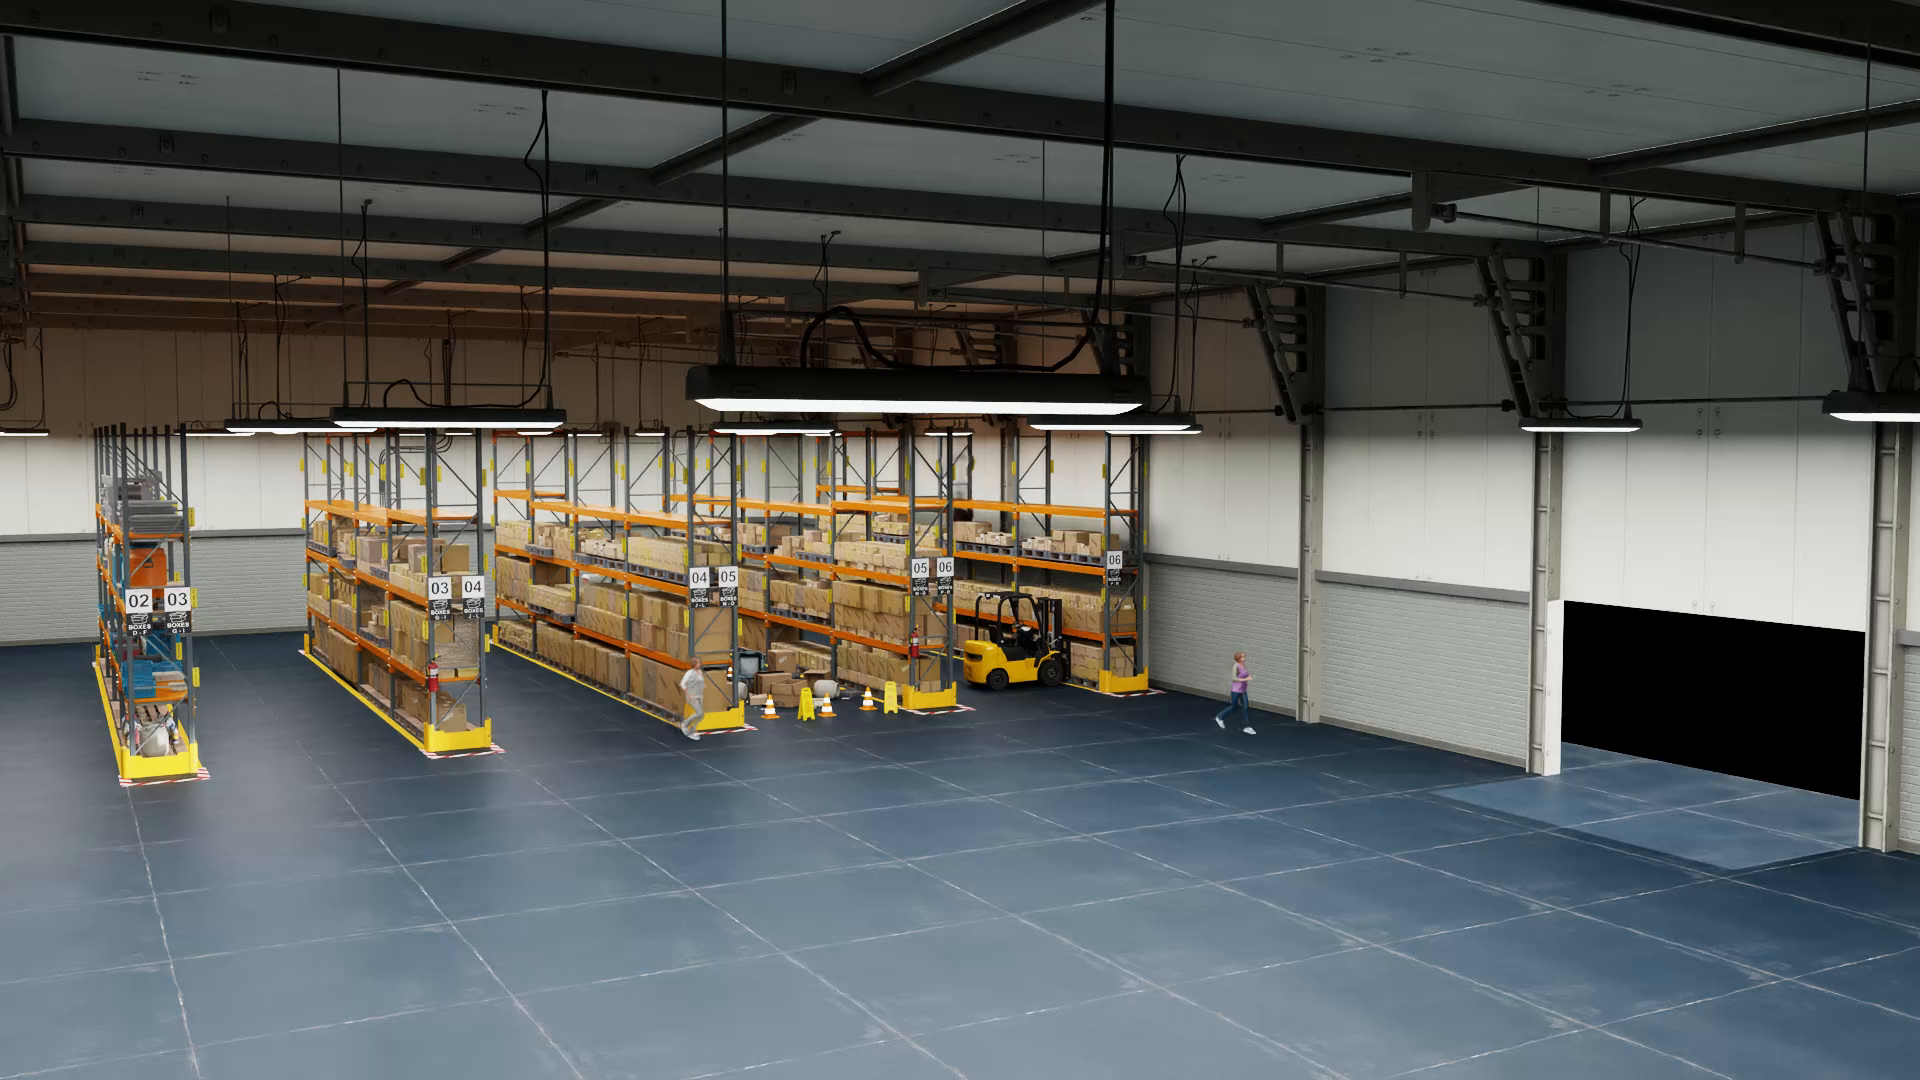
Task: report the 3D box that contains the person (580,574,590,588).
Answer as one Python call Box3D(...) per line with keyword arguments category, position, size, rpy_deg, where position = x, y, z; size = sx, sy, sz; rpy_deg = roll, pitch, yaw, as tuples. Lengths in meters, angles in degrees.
Box3D(category="person", position=(-11.071, 1.865, 49.284), size=(0.764, 1.727, 0.675), rpy_deg=(-2, 4, -35))

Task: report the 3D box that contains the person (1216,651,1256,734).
Box3D(category="person", position=(5.379, 2.947, 32.314), size=(0.881, 1.583, 0.537), rpy_deg=(3, 5, 41))

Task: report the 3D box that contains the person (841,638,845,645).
Box3D(category="person", position=(-3.060, 2.137, 45.526), size=(0.590, 1.771, 0.758), rpy_deg=(-3, 4, -38))

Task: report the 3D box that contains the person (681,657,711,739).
Box3D(category="person", position=(-5.049, 3.022, 31.777), size=(0.533, 1.572, 0.550), rpy_deg=(2, 4, 24))
